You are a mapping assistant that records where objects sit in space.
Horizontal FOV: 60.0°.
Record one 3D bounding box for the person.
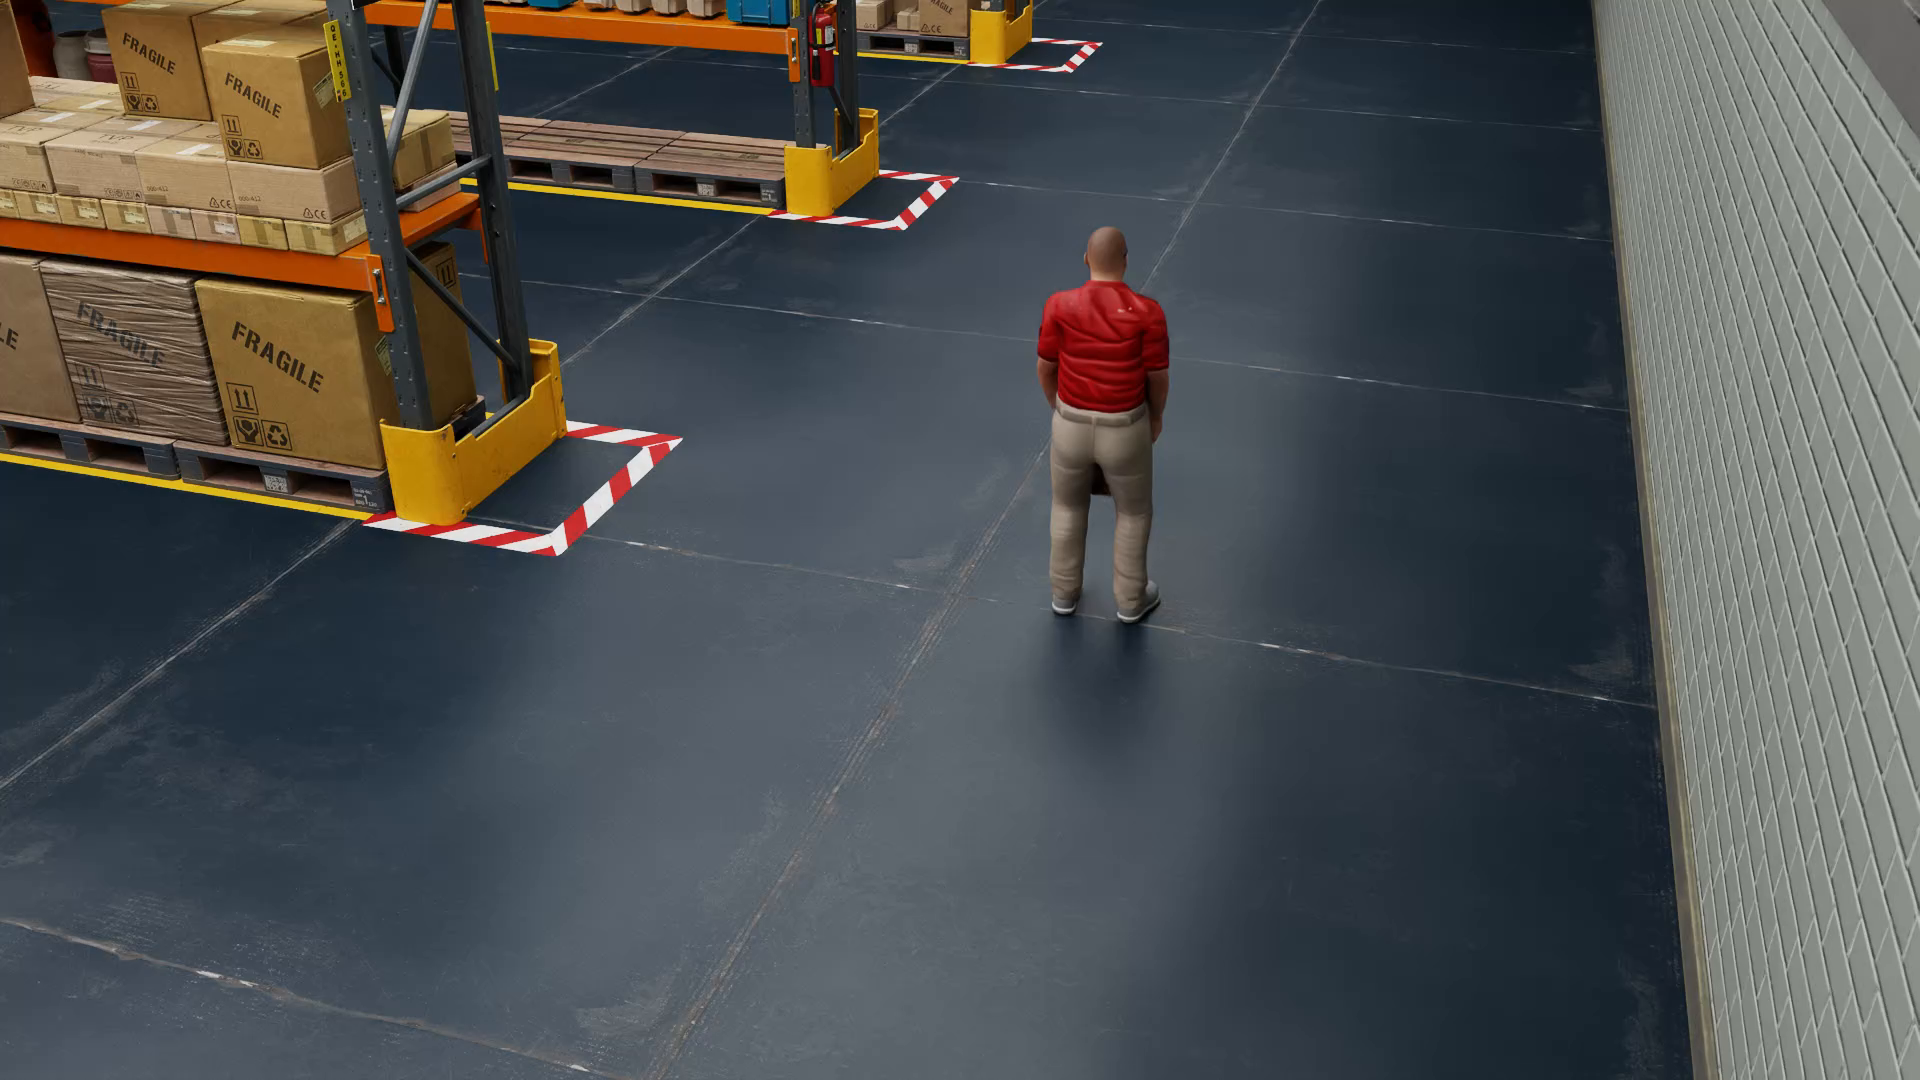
[{"bbox_3d":[0.597,-0.469,6.979,0.554,1.732,0.393,8,30,14],"label":"person"}]
